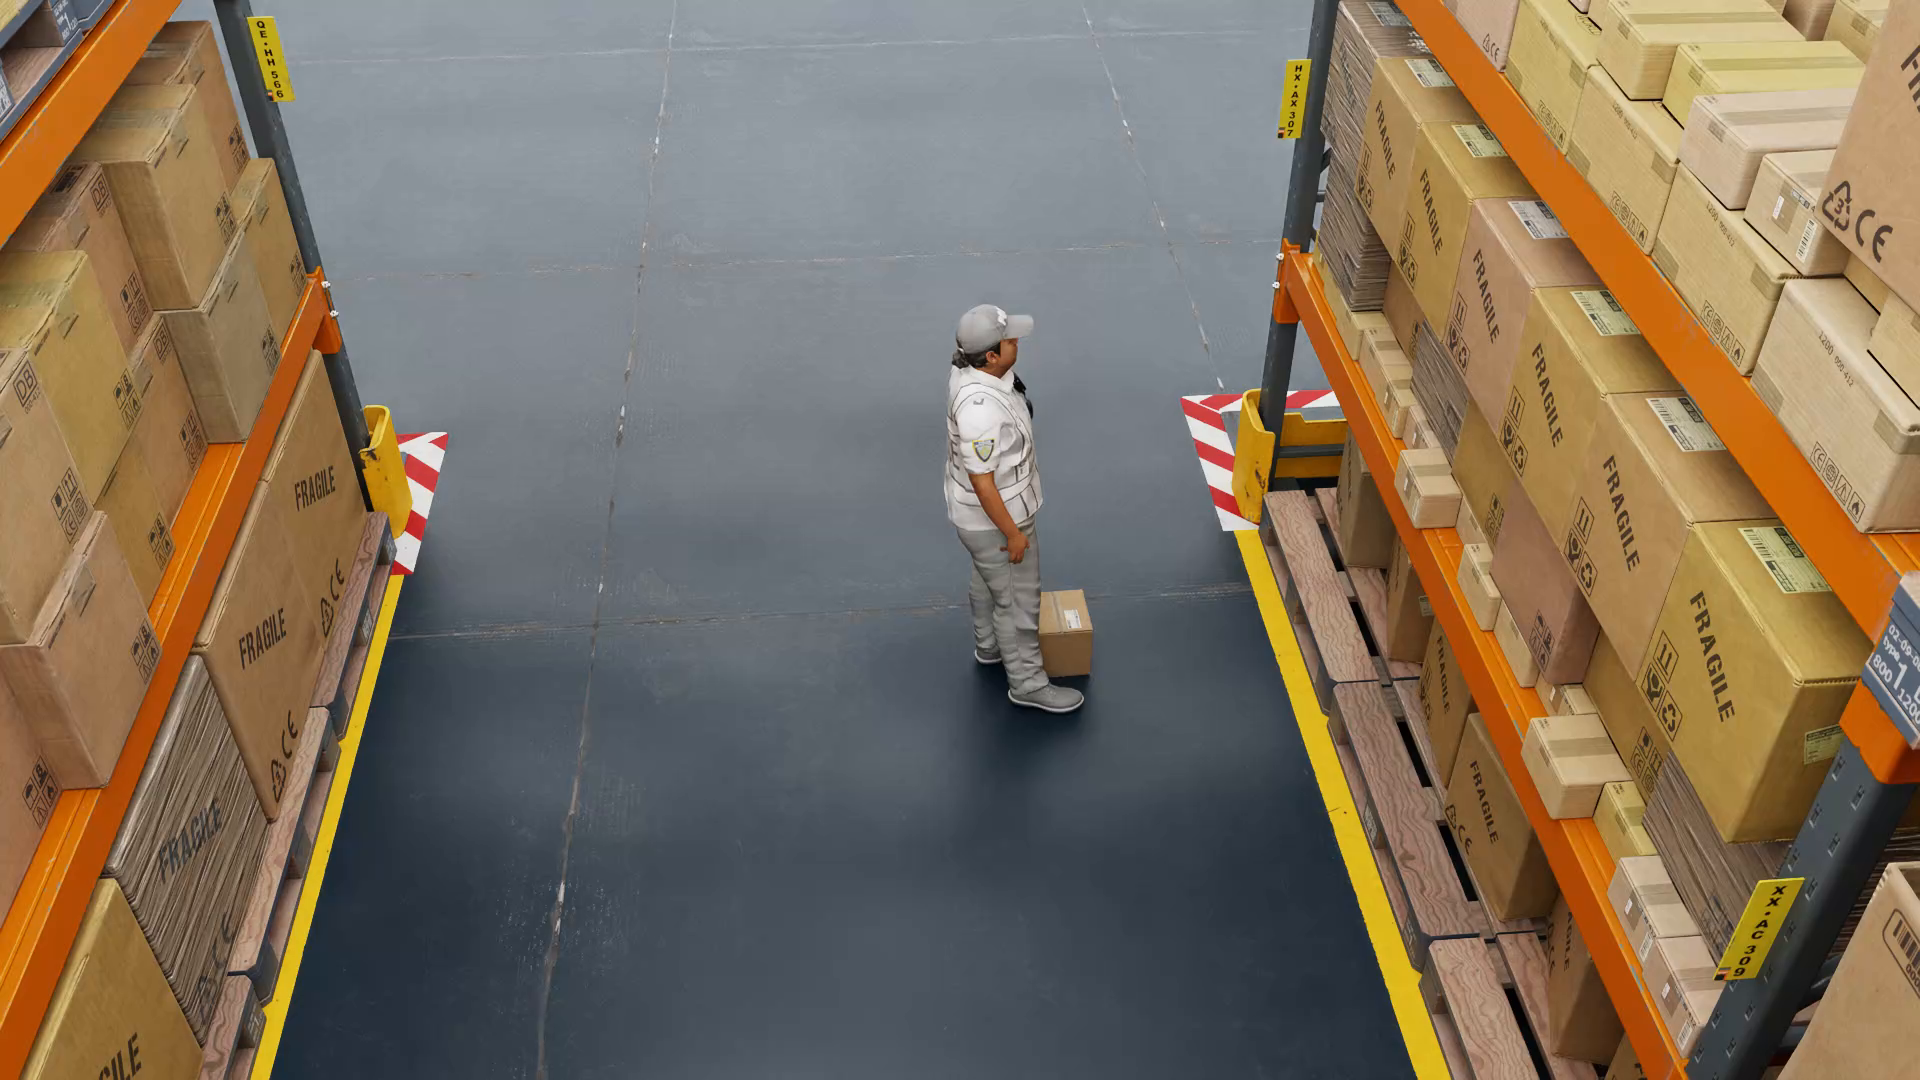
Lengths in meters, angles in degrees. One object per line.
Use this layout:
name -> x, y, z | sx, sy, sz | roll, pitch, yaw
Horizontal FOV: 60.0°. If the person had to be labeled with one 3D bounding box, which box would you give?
person -> 0.210, -0.131, 6.295 | 0.529, 1.671, 0.599 | -3, 39, -4
